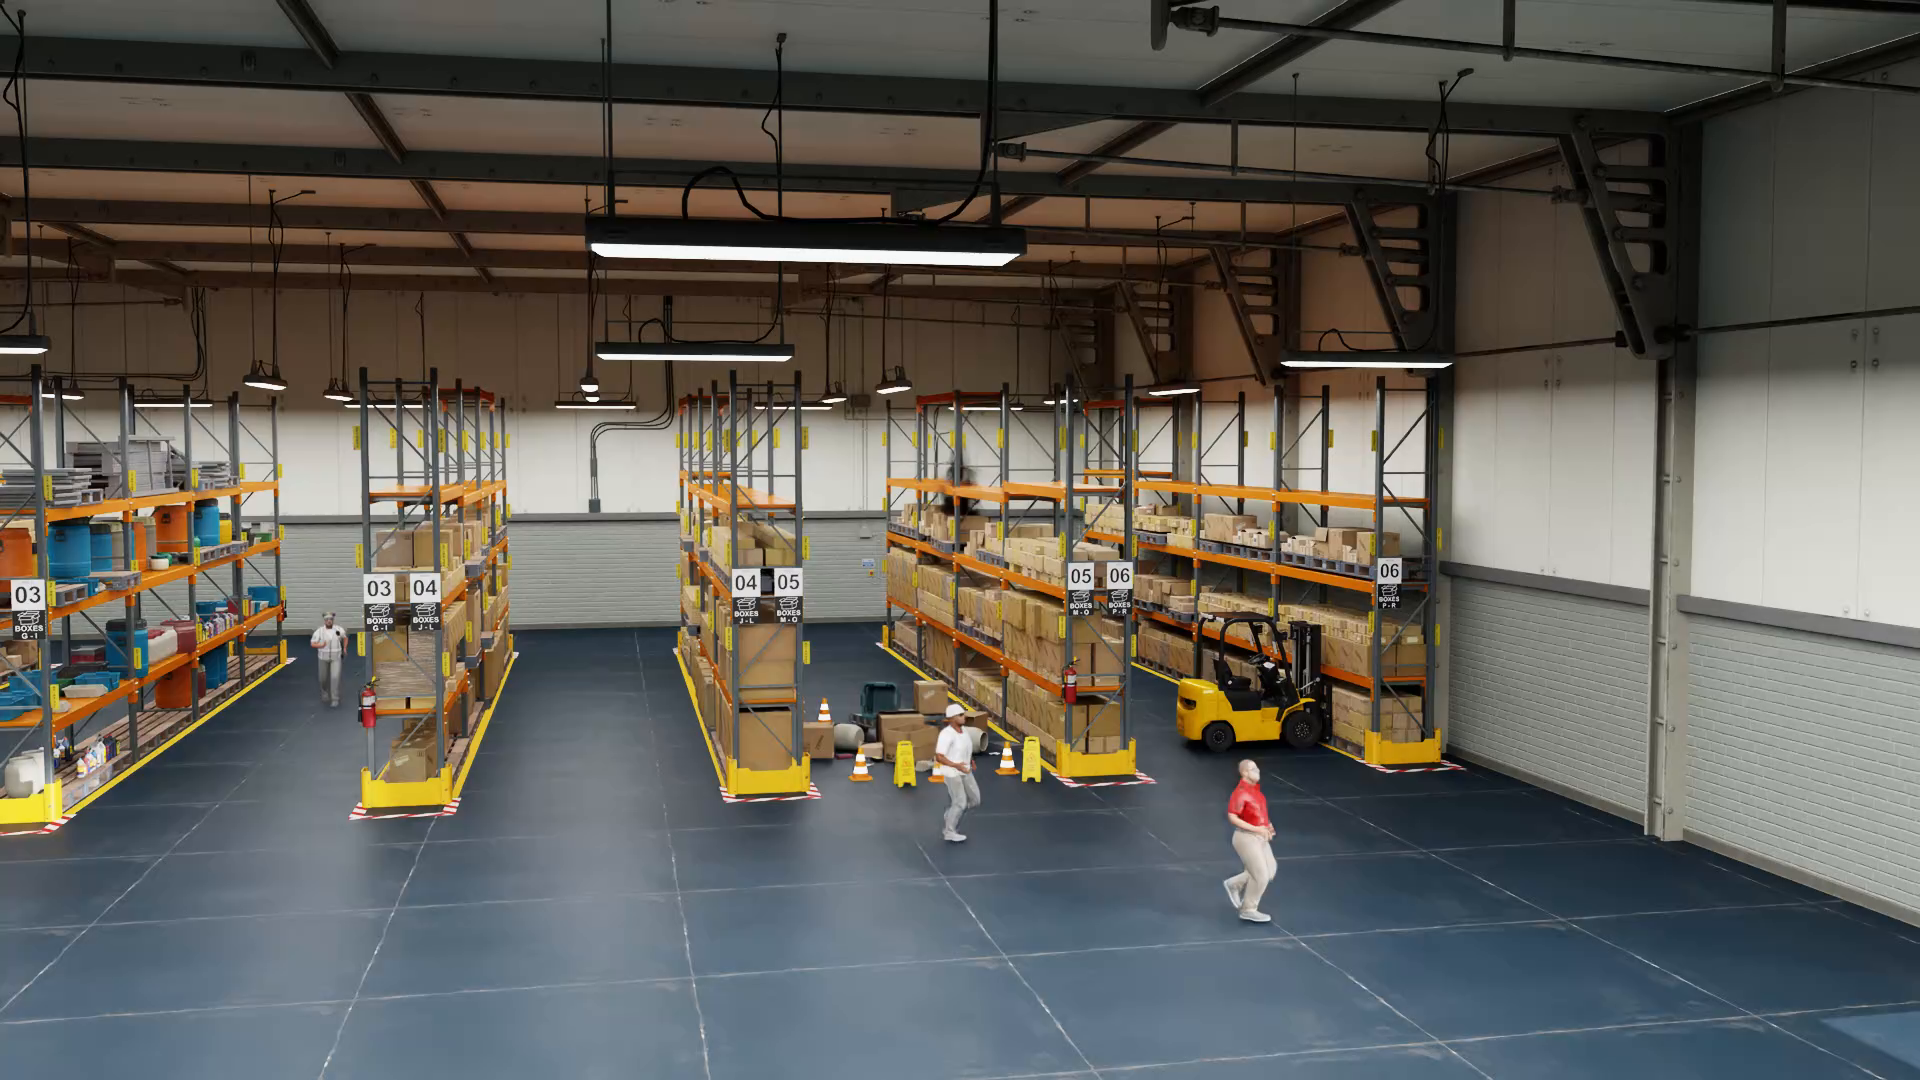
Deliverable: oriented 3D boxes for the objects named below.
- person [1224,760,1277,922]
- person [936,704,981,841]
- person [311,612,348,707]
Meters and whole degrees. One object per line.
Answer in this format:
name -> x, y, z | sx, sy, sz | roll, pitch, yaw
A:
person -> 3.023, 3.127, 17.369 | 0.626, 1.674, 0.660 | 2, 4, 29
person -> -0.010, 2.900, 20.719 | 0.569, 1.721, 0.674 | 2, 4, 31
person -> -11.903, 2.229, 31.423 | 0.667, 1.759, 0.981 | -1, 4, -21
